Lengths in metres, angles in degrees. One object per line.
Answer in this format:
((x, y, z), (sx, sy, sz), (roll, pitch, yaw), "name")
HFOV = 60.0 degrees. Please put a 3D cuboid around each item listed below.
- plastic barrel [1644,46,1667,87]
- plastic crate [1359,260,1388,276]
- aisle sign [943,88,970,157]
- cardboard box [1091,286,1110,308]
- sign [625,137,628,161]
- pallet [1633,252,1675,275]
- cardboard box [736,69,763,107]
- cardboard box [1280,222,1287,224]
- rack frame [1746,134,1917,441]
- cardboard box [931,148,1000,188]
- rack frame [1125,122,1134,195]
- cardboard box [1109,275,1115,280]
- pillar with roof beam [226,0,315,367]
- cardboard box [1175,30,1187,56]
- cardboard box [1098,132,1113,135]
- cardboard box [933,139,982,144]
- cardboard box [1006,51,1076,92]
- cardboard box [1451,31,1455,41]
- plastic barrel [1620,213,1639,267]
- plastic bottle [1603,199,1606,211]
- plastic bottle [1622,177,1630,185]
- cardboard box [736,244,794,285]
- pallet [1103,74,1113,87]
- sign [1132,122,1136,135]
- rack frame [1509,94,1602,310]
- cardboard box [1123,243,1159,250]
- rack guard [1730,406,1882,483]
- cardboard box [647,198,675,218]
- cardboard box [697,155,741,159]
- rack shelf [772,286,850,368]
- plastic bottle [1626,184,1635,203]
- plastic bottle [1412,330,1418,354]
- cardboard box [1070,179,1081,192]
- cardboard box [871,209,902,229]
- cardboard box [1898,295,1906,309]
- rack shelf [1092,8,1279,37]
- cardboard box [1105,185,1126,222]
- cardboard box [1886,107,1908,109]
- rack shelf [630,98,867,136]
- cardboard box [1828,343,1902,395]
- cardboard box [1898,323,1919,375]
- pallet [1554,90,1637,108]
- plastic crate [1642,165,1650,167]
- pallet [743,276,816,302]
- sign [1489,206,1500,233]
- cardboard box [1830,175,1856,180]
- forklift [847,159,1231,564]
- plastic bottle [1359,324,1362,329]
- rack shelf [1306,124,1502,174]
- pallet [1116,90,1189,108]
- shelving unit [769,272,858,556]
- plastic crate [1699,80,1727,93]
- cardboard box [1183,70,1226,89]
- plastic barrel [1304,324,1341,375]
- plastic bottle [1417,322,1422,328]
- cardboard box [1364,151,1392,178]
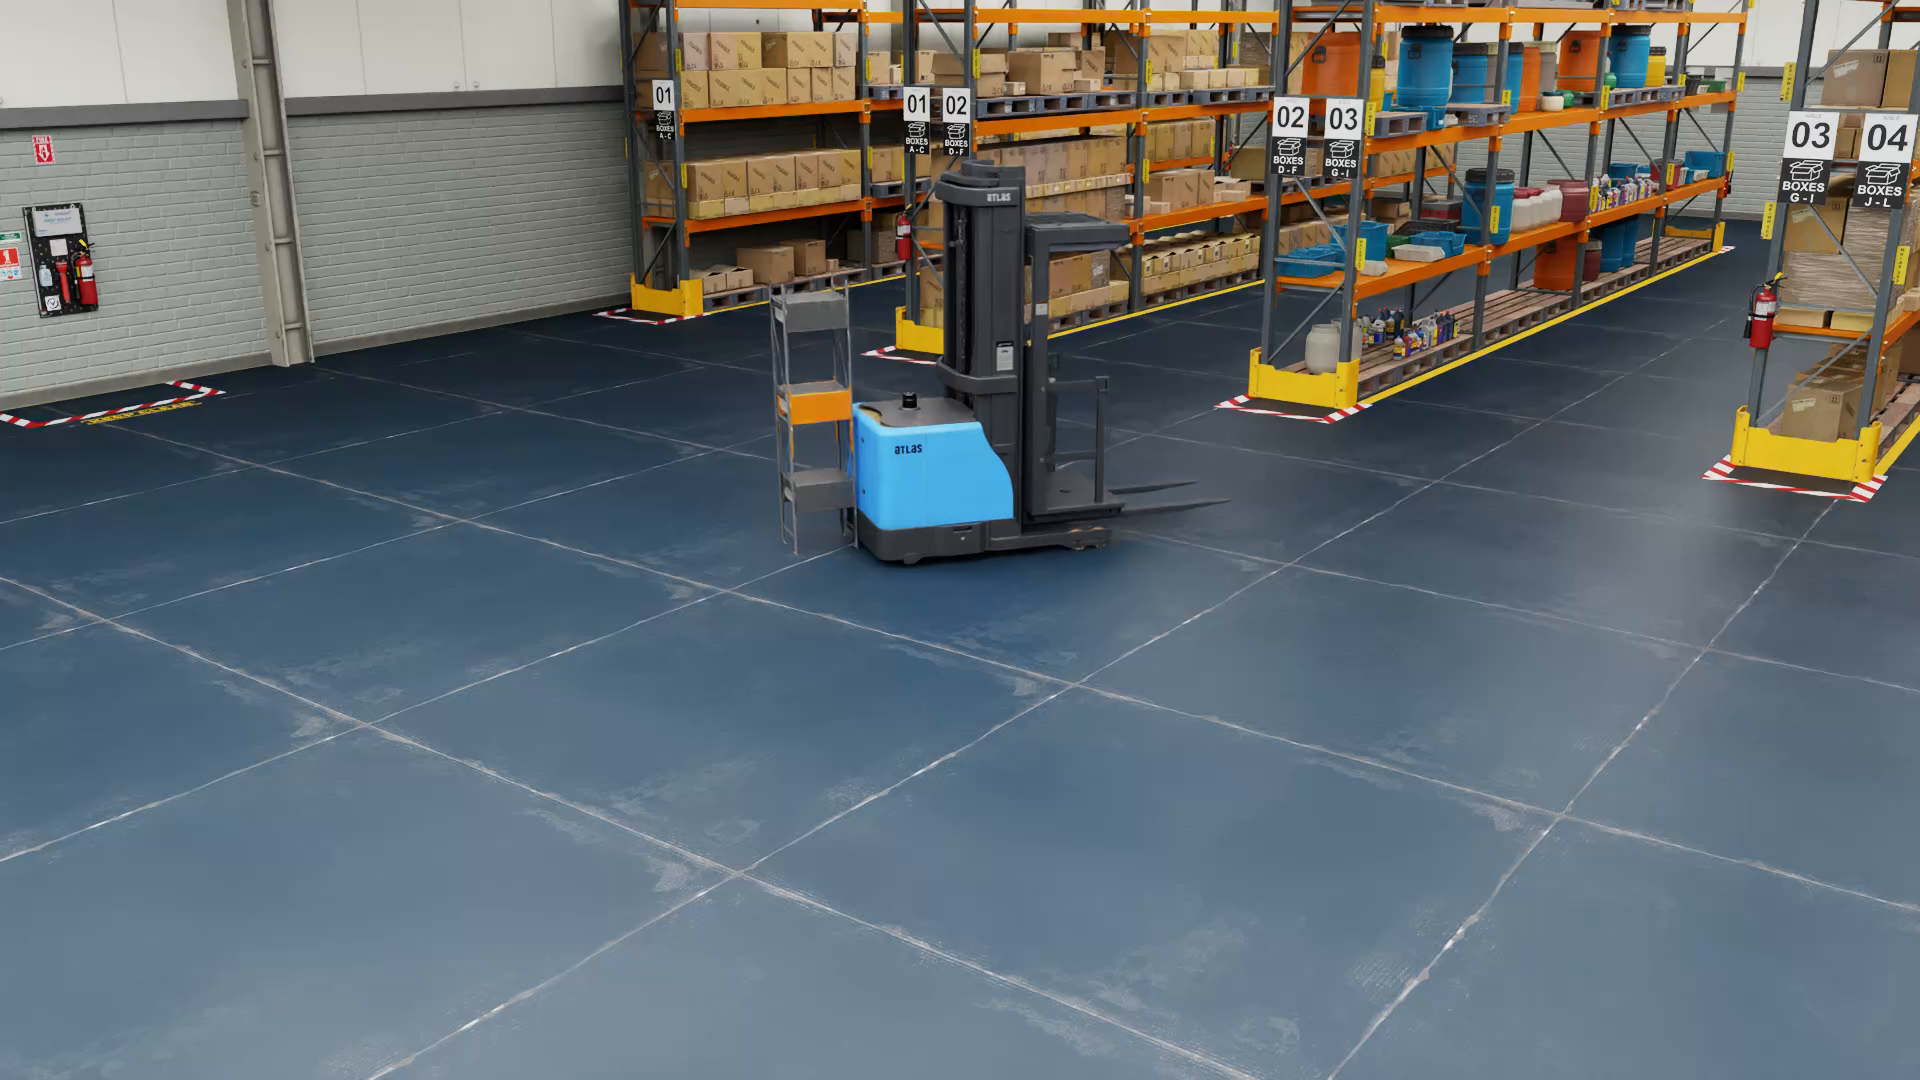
((10.495, -7.266, 25.500), (0.600, 0.588, 0.600), (0, 17, 0), "plastic barrel")
((4.518, -2.968, 18.189), (0.298, 0.136, 0.250), (12, 21, 35), "plastic crate")
((-0.043, -4.986, 19.858), (0.394, 0.787, 0.004), (12, 21, 35), "aisle sign")
((1.727, -3.388, 23.024), (0.500, 0.250, 0.500), (12, 21, 35), "cardboard box")
((-4.664, -5.495, 23.397), (0.100, 0.325, 0.005), (12, 21, 35), "sign")
((11.283, -4.646, 27.850), (1.003, 0.211, 1.213), (12, 21, 35), "pallet")
((-3.176, -6.460, 23.728), (0.500, 0.500, 0.500), (14, 22, 37), "cardboard box")
((5.194, -5.123, 28.157), (0.500, 0.500, 0.500), (12, 21, 33), "cardboard box")
((7.704, -2.063, 14.828), (1.000, 3.000, 0.127), (12, 21, 35), "rack frame")
((0.070, -4.603, 20.652), (0.700, 0.500, 0.500), (13, 21, 35), "cardboard box")
((2.920, -7.547, 32.488), (1.000, 3.000, 0.127), (12, 21, 35), "rack frame")
((2.148, -3.804, 24.365), (0.500, 0.250, 0.500), (12, 21, 34), "cardboard box")
((-4.626, -5.683, 16.372), (9.100, 9.000, 0.400), (12, 21, 35), "pillar with roof beam")
((4.161, -9.876, 33.044), (0.500, 0.500, 0.500), (13, 21, 35), "cardboard box")
((2.551, -7.468, 31.532), (0.500, 0.500, 0.500), (13, 21, 35), "cardboard box")
((-0.047, -6.600, 28.530), (0.700, 0.500, 0.500), (10, 20, 30), "cardboard box")
((1.051, -6.146, 21.802), (0.797, 0.503, 0.637), (15, 23, 41), "cardboard box")
((8.990, -9.458, 31.729), (0.700, 0.500, 0.500), (12, 21, 35), "cardboard box")
((10.538, -4.868, 26.692), (0.600, 0.901, 0.708), (12, 21, 35), "plastic barrel")
((9.456, -4.959, 24.491), (0.097, 0.201, 0.097), (0, 17, 0), "plastic bottle")
((10.365, -5.477, 25.907), (0.144, 0.351, 0.185), (12, 21, 35), "plastic bottle")
((-2.929, -4.156, 25.041), (0.700, 0.500, 0.500), (11, 20, 31), "cardboard box")
((2.413, -8.661, 31.340), (0.805, 0.209, 1.217), (11, 21, 33), "pallet")
((3.361, -7.968, 32.027), (0.100, 0.325, 0.005), (12, 21, 35), "sign")
((8.493, -4.843, 23.783), (1.000, 3.000, 0.127), (12, 21, 35), "rack frame")
((2.749, -4.313, 25.056), (0.500, 0.311, 0.500), (12, 21, 35), "cardboard box")
((7.749, -0.887, 15.257), (1.175, 0.500, 0.348), (12, 21, 35), "rack guard")
((-4.108, -4.772, 23.772), (0.500, 0.250, 0.500), (13, 21, 35), "cardboard box")
((-3.508, -5.377, 24.454), (0.500, 0.500, 0.500), (12, 21, 33), "cardboard box")
((-1.134, -1.617, 12.579), (0.480, 0.518, 0.431), (-8, 19, -20), "rack shelf")
((10.302, -5.347, 25.613), (0.152, 0.276, 0.135), (12, 21, 35), "plastic bottle")
((5.320, -2.327, 19.539), (0.097, 0.271, 0.097), (0, 17, 0), "plastic bottle")
((1.386, -4.720, 22.122), (0.380, 0.149, 0.250), (13, 22, 36), "cardboard box")
((-1.162, -5.300, 27.460), (0.500, 0.250, 0.500), (12, 21, 34), "cardboard box")
((8.804, -2.267, 15.911), (0.380, 0.149, 0.250), (12, 21, 35), "cardboard box")
((3.325, -7.574, 24.346), (1.077, 0.370, 4.000), (12, 21, 35), "rack shelf")
((1.874, -4.708, 23.177), (0.700, 0.500, 0.500), (12, 21, 33), "cardboard box")
((8.557, -3.818, 15.002), (0.380, 0.149, 0.250), (13, 22, 37), "cardboard box")
((-3.039, -6.254, 24.480), (1.077, 0.370, 4.000), (12, 21, 35), "rack shelf")
((9.481, -1.796, 17.477), (0.500, 0.500, 0.500), (-12, 21, -33), "cardboard box")
((10.470, -2.174, 18.661), (0.700, 0.500, 0.500), (11, 20, 31), "cardboard box")
((9.027, -6.351, 23.897), (1.003, 0.211, 1.213), (12, 21, 35), "pallet")
((12.063, -6.383, 28.923), (0.416, 0.233, 0.300), (12, 21, 35), "plastic crate")
((-2.945, -3.852, 25.291), (1.003, 0.211, 1.213), (12, 21, 35), "pallet")
((6.544, -3.923, 20.352), (0.100, 0.325, 0.005), (12, 21, 35), "sign")
((9.020, -3.382, 16.721), (0.500, 0.500, 0.500), (12, 21, 35), "cardboard box")
((0.671, -1.459, 13.001), (3.031, 2.935, 1.130), (-6, 18, -18), "forklift")
((4.723, -2.450, 19.928), (0.152, 0.276, 0.135), (12, 21, 33), "plastic bottle")
((4.918, -4.503, 18.843), (1.077, 0.370, 4.000), (12, 21, 35), "rack shelf")
((2.649, -6.320, 23.804), (0.805, 0.209, 1.217), (11, 21, 33), "pallet")
((-1.122, -0.963, 12.787), (0.503, 2.100, 0.431), (-8, 19, -20), "shelving unit")
((12.901, -7.795, 28.586), (0.450, 0.188, 0.336), (12, 21, 35), "plastic crate")
((3.644, -6.901, 24.895), (0.500, 0.250, 0.500), (12, 21, 34), "cardboard box")
((4.057, -2.121, 18.502), (0.421, 0.512, 0.421), (0, 17, 0), "plastic barrel")
((5.553, -2.489, 20.038), (0.061, 0.283, 0.133), (12, 21, 35), "plastic bottle")
((7.423, -6.793, 29.893), (0.500, 0.500, 0.500), (13, 22, 36), "cardboard box")
